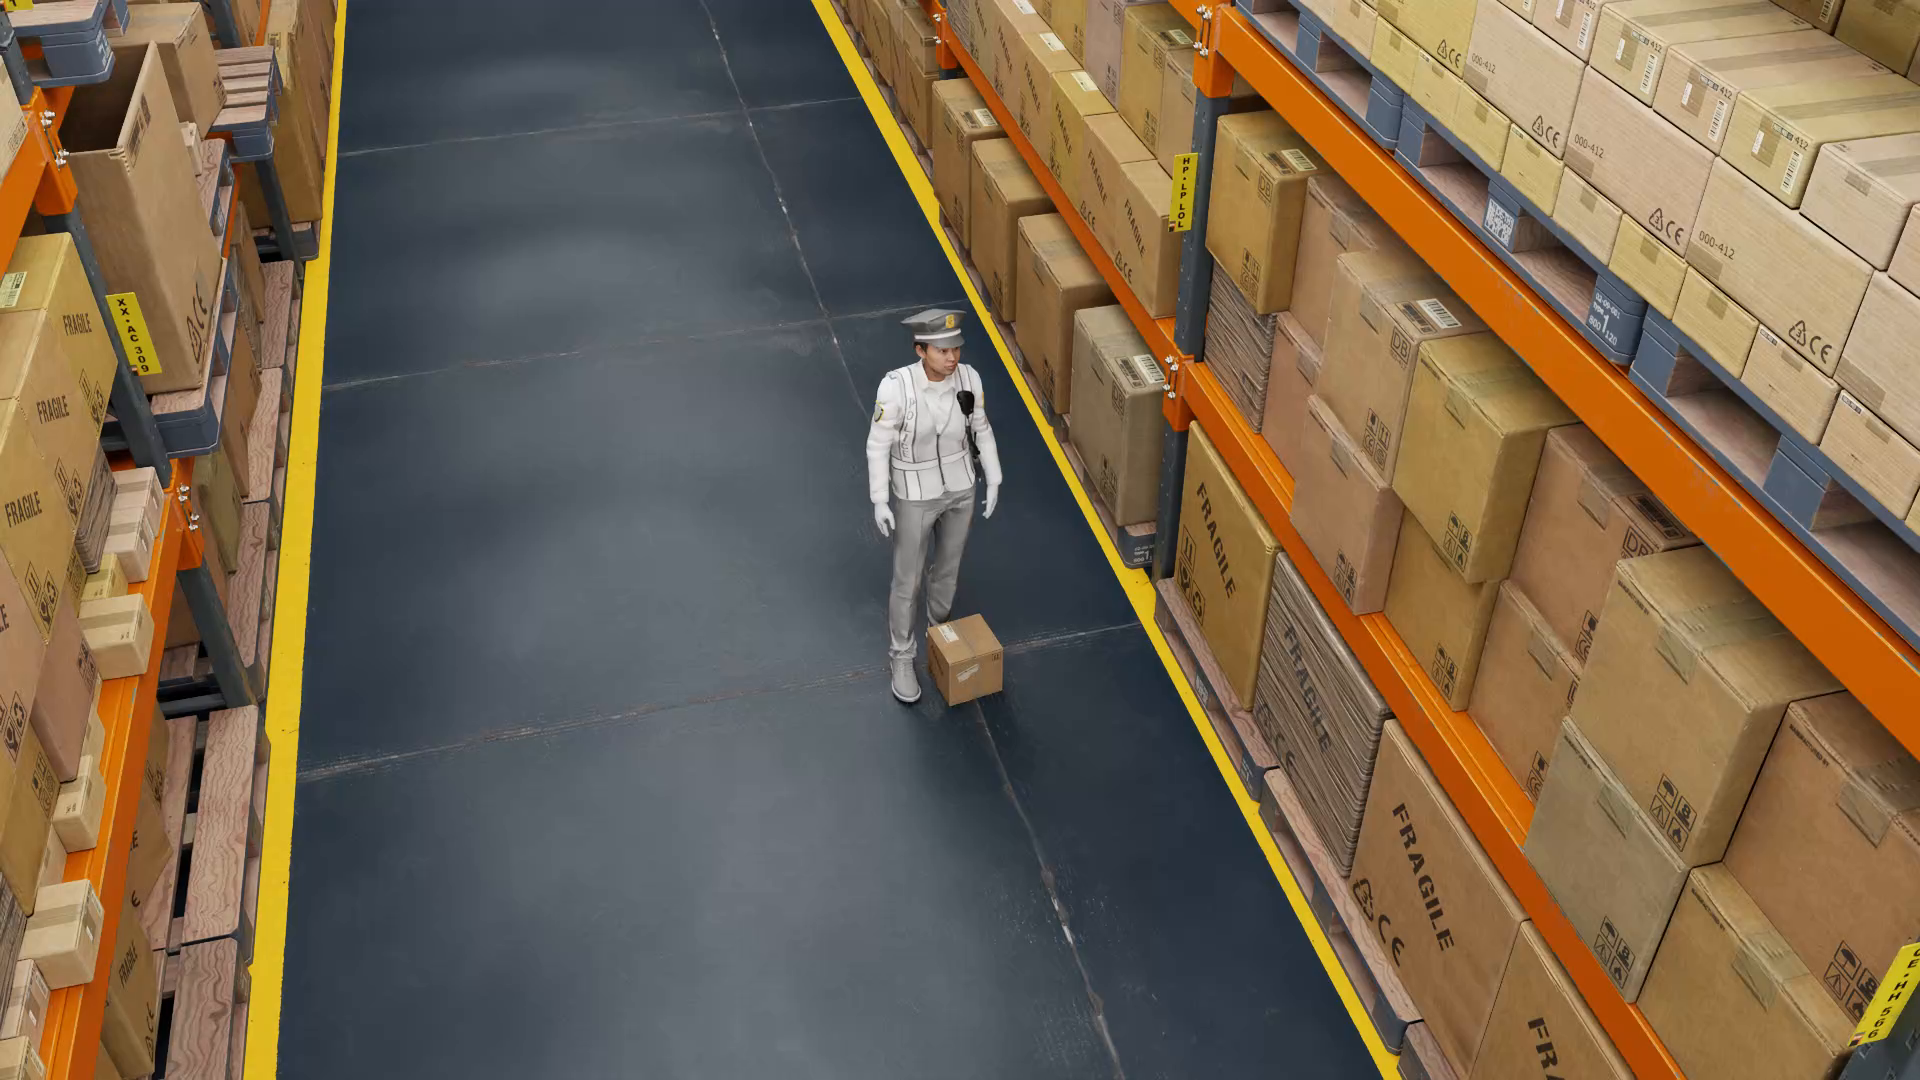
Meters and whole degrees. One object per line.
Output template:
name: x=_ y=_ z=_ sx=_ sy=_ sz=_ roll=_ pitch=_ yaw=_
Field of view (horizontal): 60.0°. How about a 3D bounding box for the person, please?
person: x=-0.083 y=-0.166 z=6.882 sx=0.587 sy=1.694 sz=0.529 roll=-14 pitch=41 yaw=-17
